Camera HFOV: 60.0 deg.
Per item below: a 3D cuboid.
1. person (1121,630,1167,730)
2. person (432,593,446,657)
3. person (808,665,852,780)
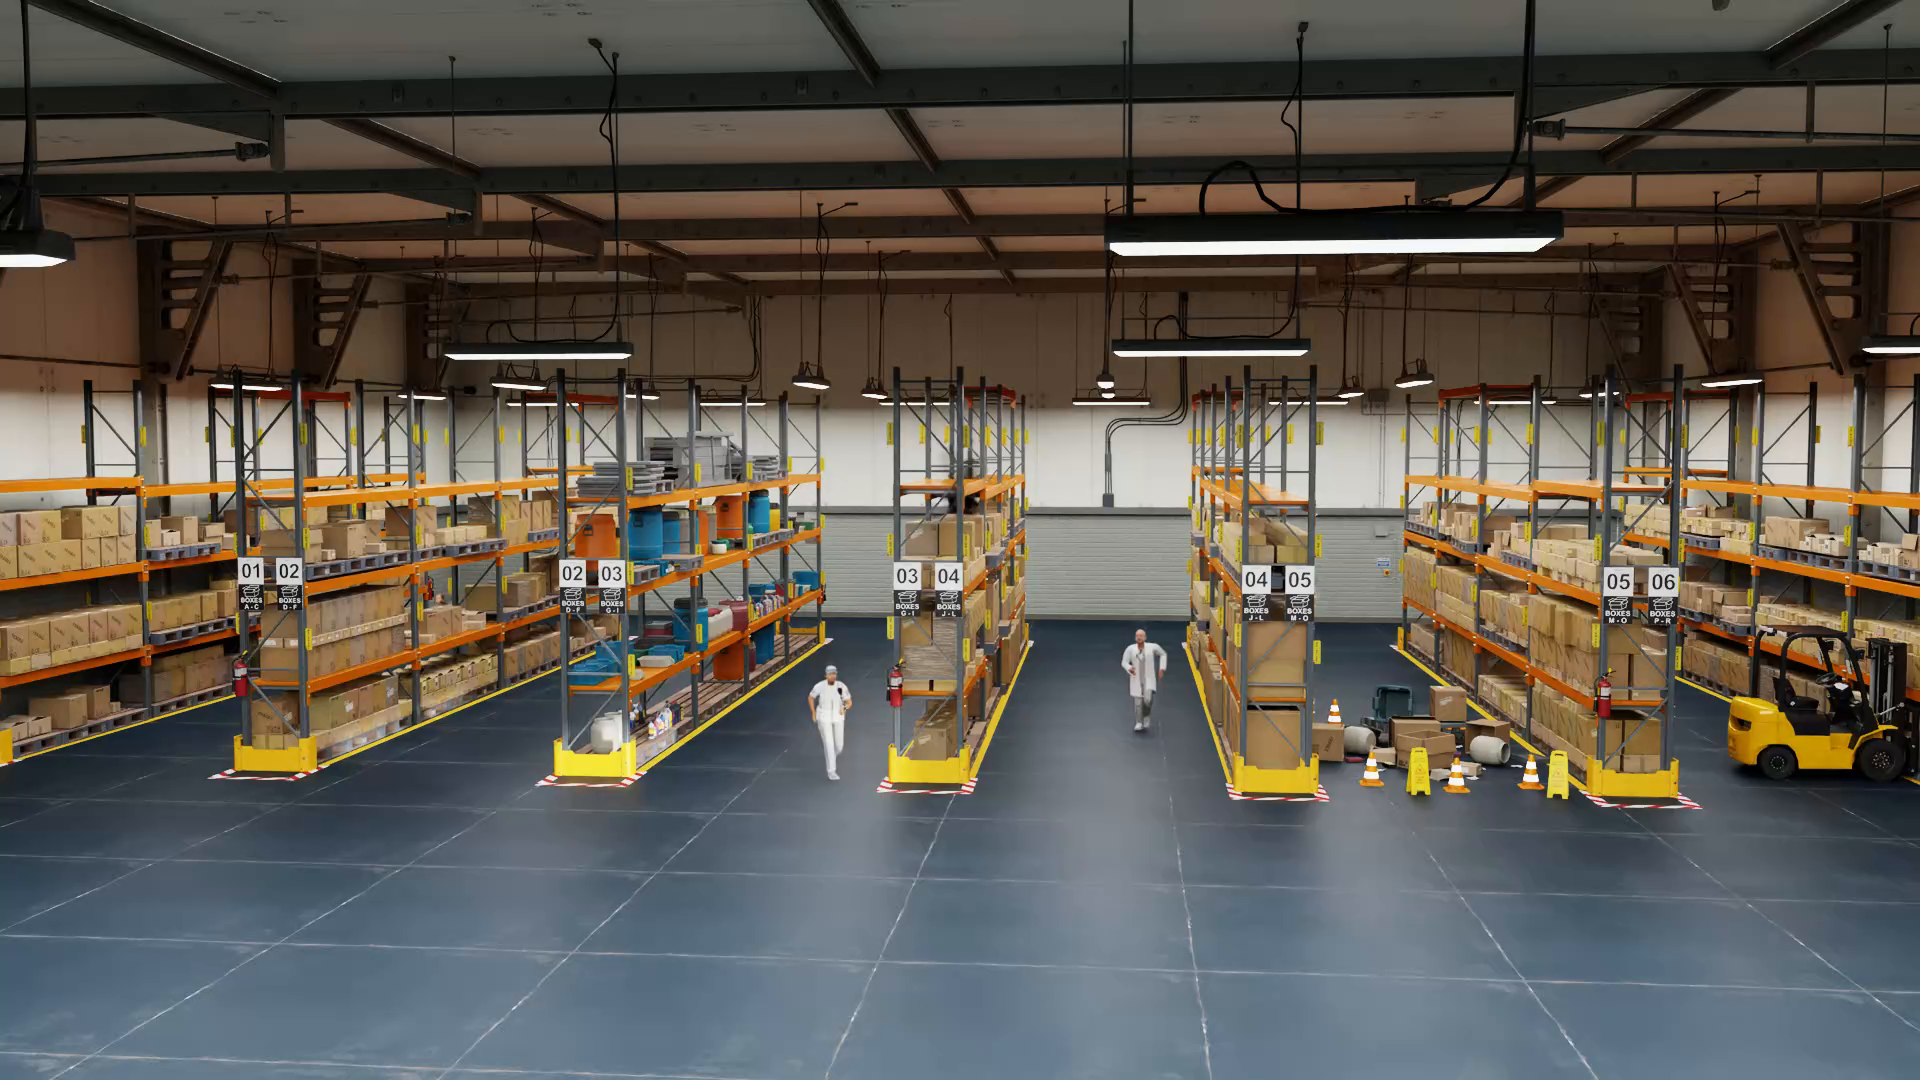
[{"bbox_3d":[3.098,2.418,28.096,0.735,1.651,0.820,1,4,13],"label":"person"},{"bbox_3d":[-11.213,1.966,35.858,0.608,1.632,0.557,0,4,4],"label":"person"},{"bbox_3d":[-1.908,2.646,24.445,0.631,1.639,0.817,-1,4,-14],"label":"person"}]
